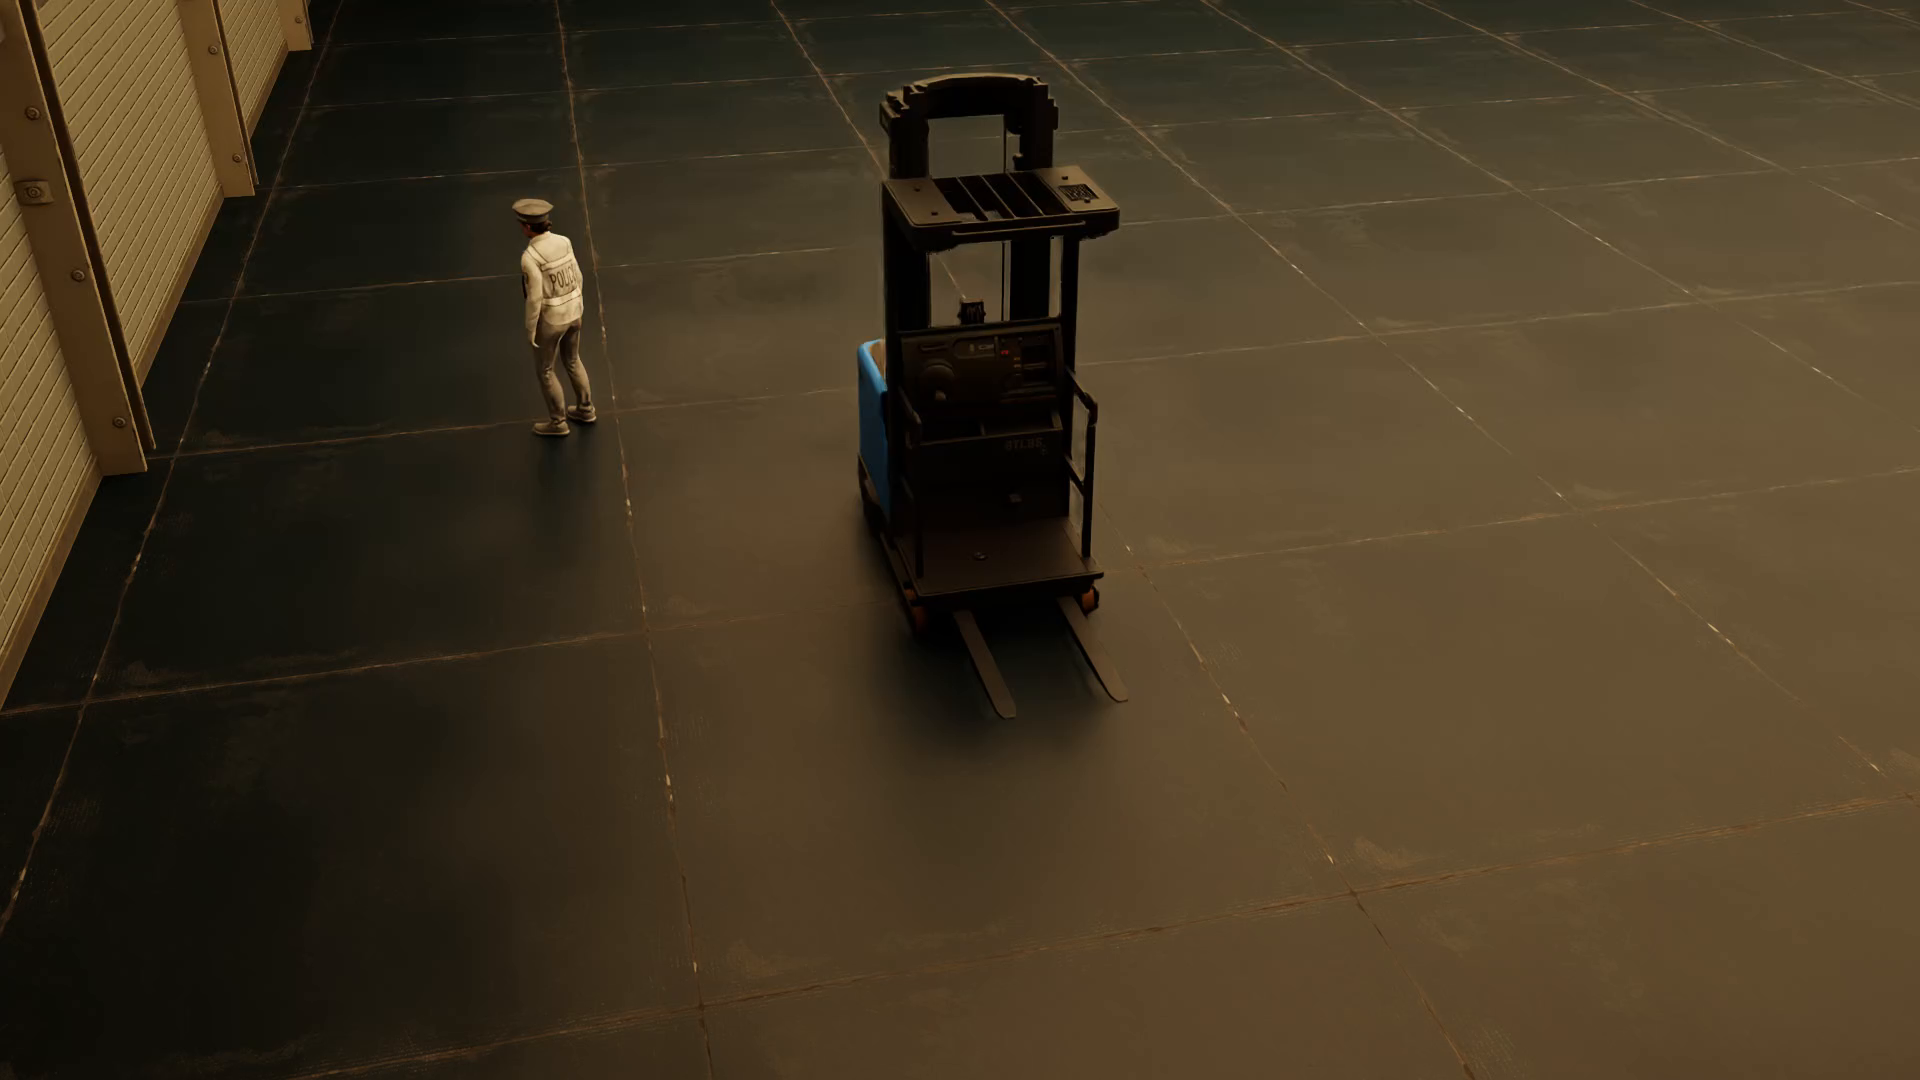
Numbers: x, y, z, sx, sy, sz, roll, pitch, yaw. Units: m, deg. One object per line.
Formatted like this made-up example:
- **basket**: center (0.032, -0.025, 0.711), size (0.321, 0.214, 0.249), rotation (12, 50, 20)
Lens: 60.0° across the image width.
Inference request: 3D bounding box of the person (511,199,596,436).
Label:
- **person**: center (-2.803, -1.523, 11.478), size (0.371, 1.665, 0.531), rotation (16, 34, 26)

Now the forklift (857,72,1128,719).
- **forklift**: center (0.183, -0.940, 9.199), size (1.130, 2.935, 3.031), rotation (-7, 31, -12)
